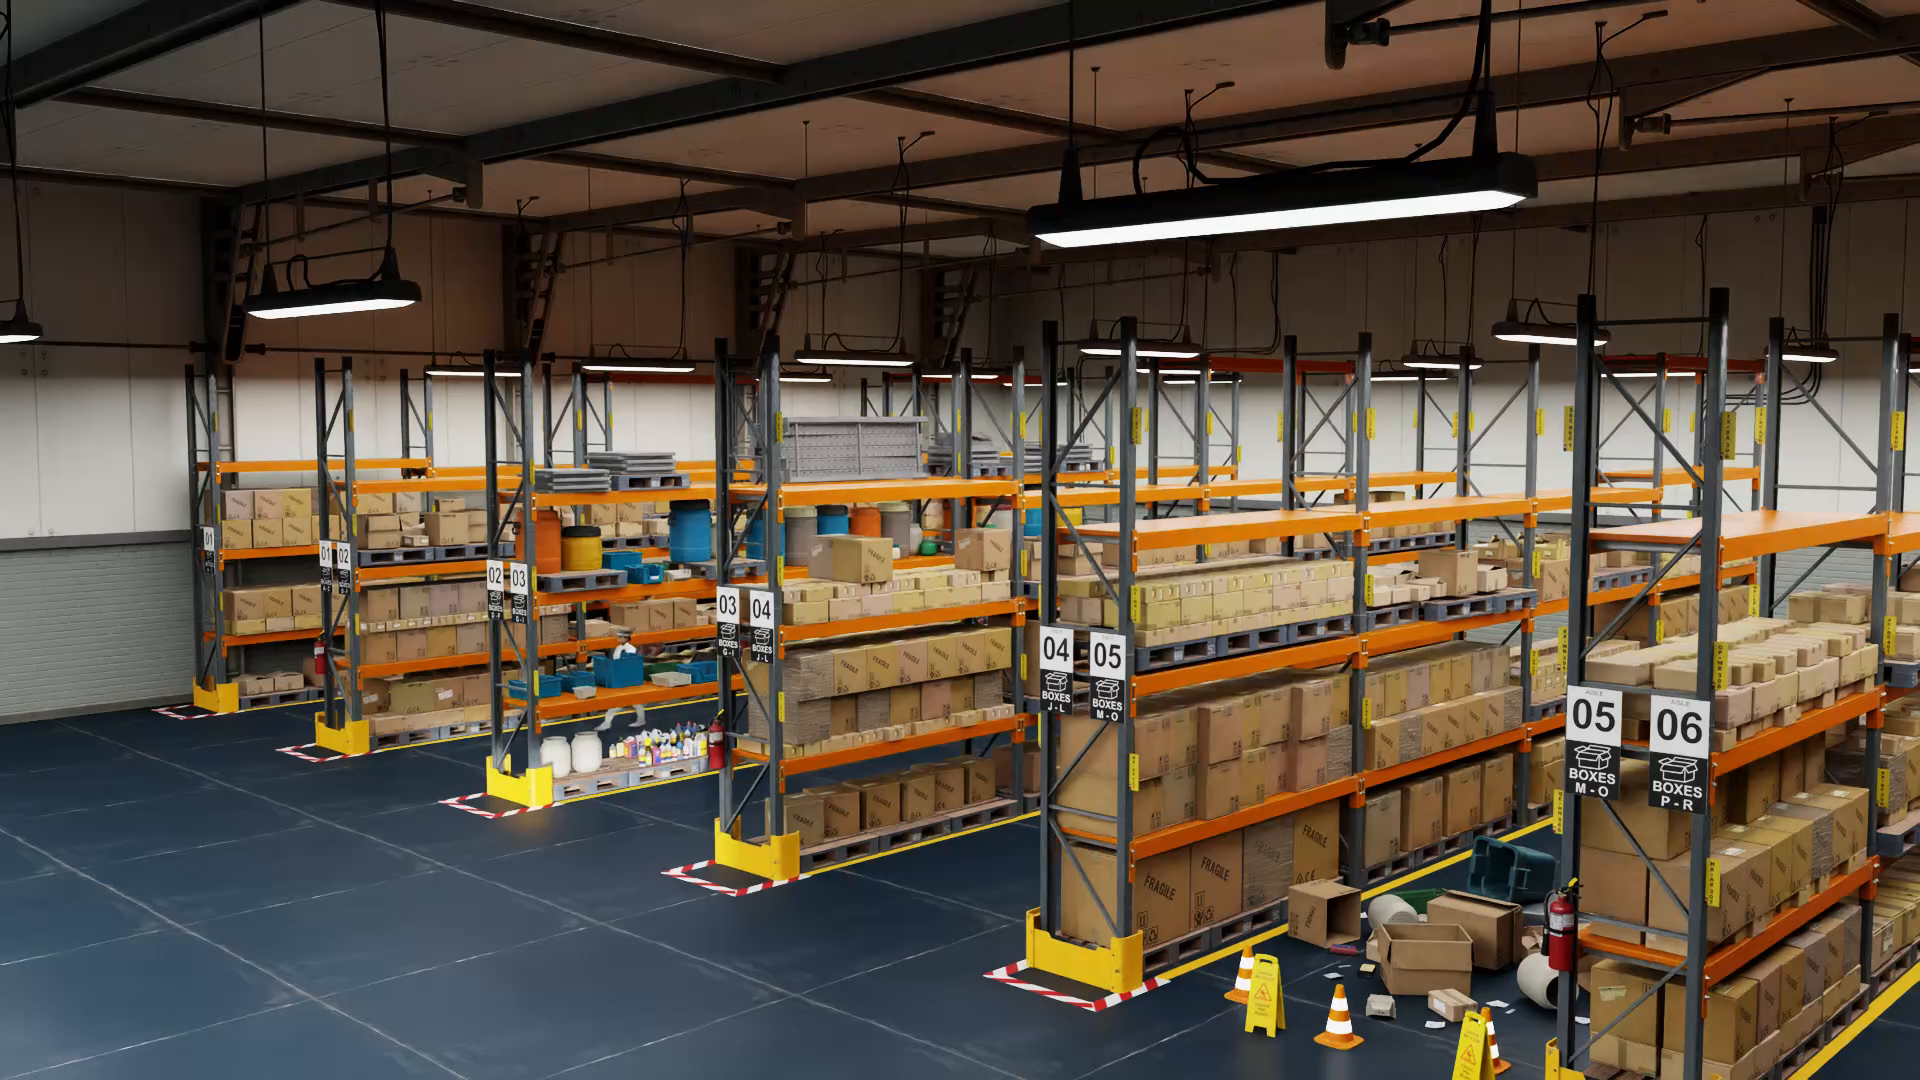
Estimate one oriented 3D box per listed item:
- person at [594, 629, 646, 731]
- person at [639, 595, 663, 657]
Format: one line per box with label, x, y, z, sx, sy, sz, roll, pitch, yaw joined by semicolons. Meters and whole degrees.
person;-5.499;2.255;27.039;0.513;1.637;0.872;3;5;34
person;-6.162;1.815;32.770;0.515;1.656;0.480;-3;5;-33
